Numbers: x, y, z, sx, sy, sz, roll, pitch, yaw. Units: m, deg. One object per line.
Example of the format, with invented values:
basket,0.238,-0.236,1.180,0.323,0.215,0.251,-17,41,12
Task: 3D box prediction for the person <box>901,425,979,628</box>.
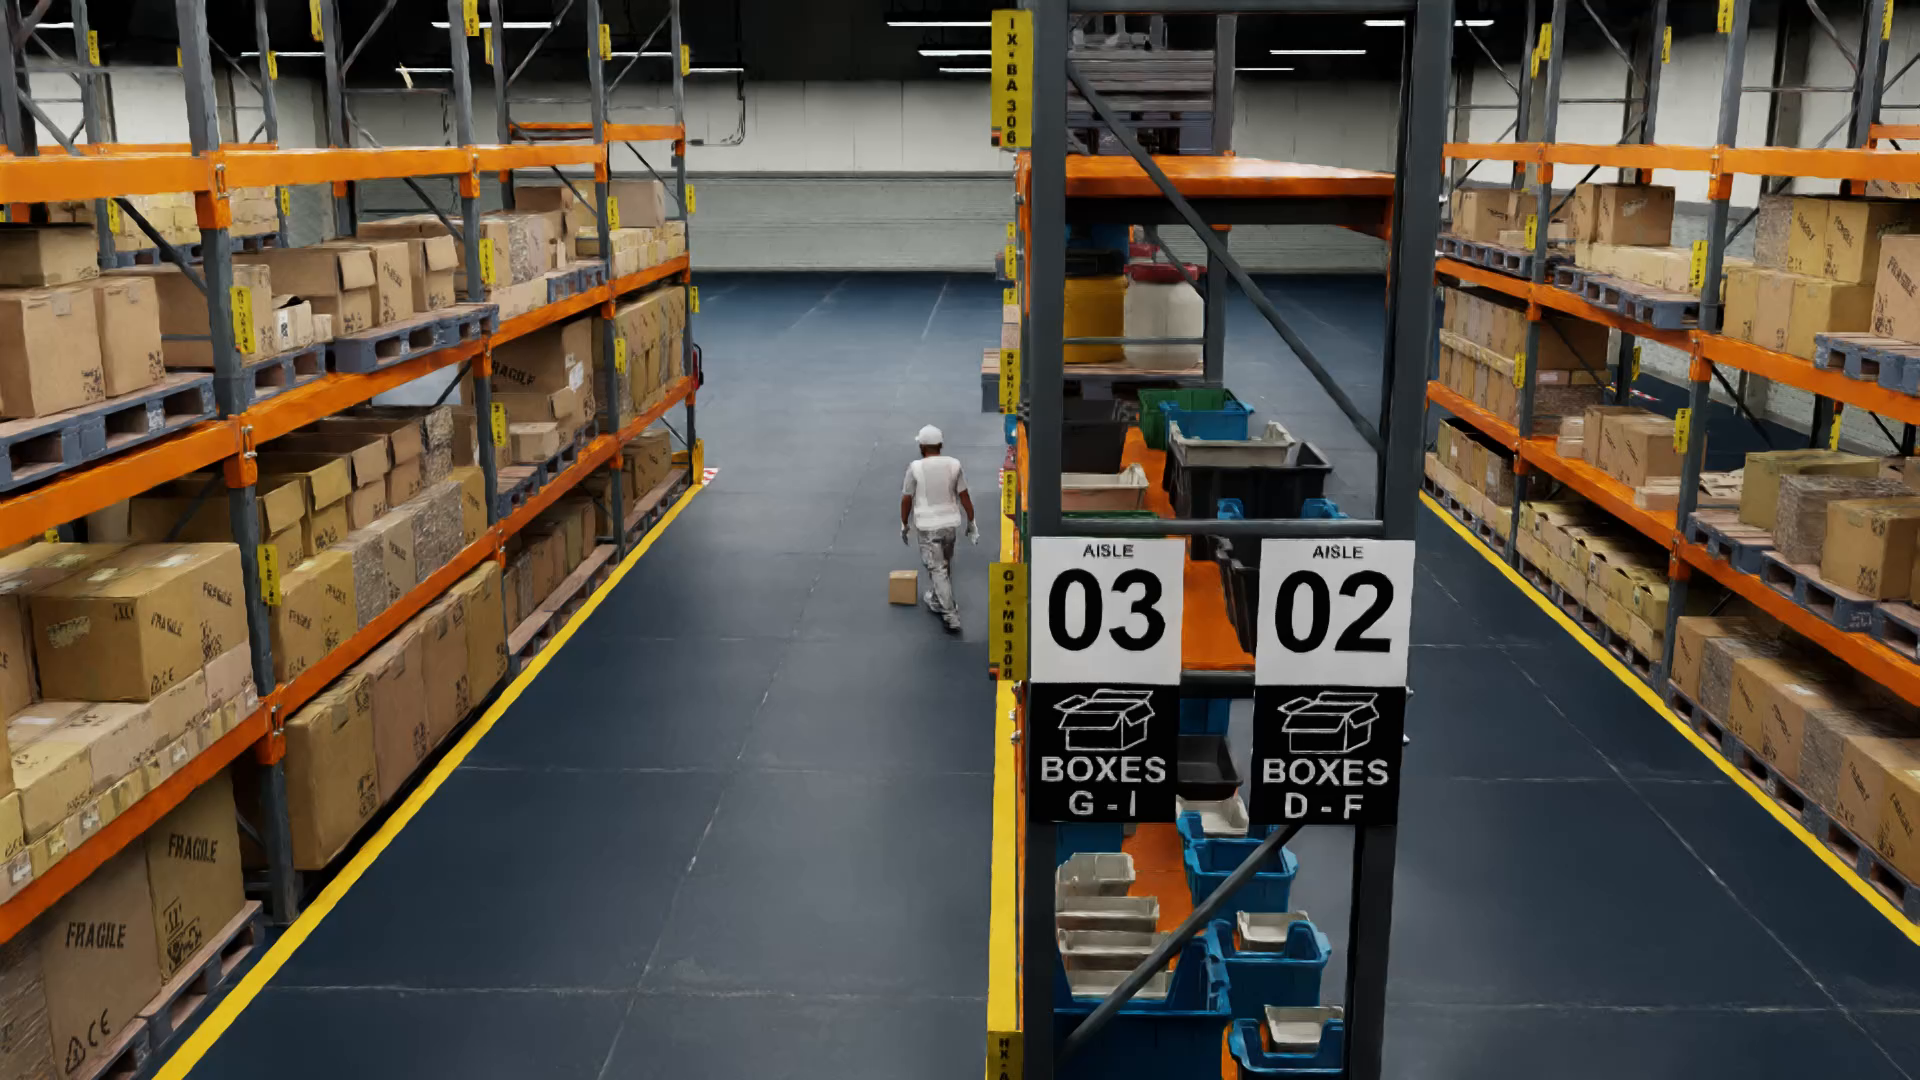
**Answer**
person,-0.216,-0.140,14.561,0.631,1.747,0.970,-7,15,-27
